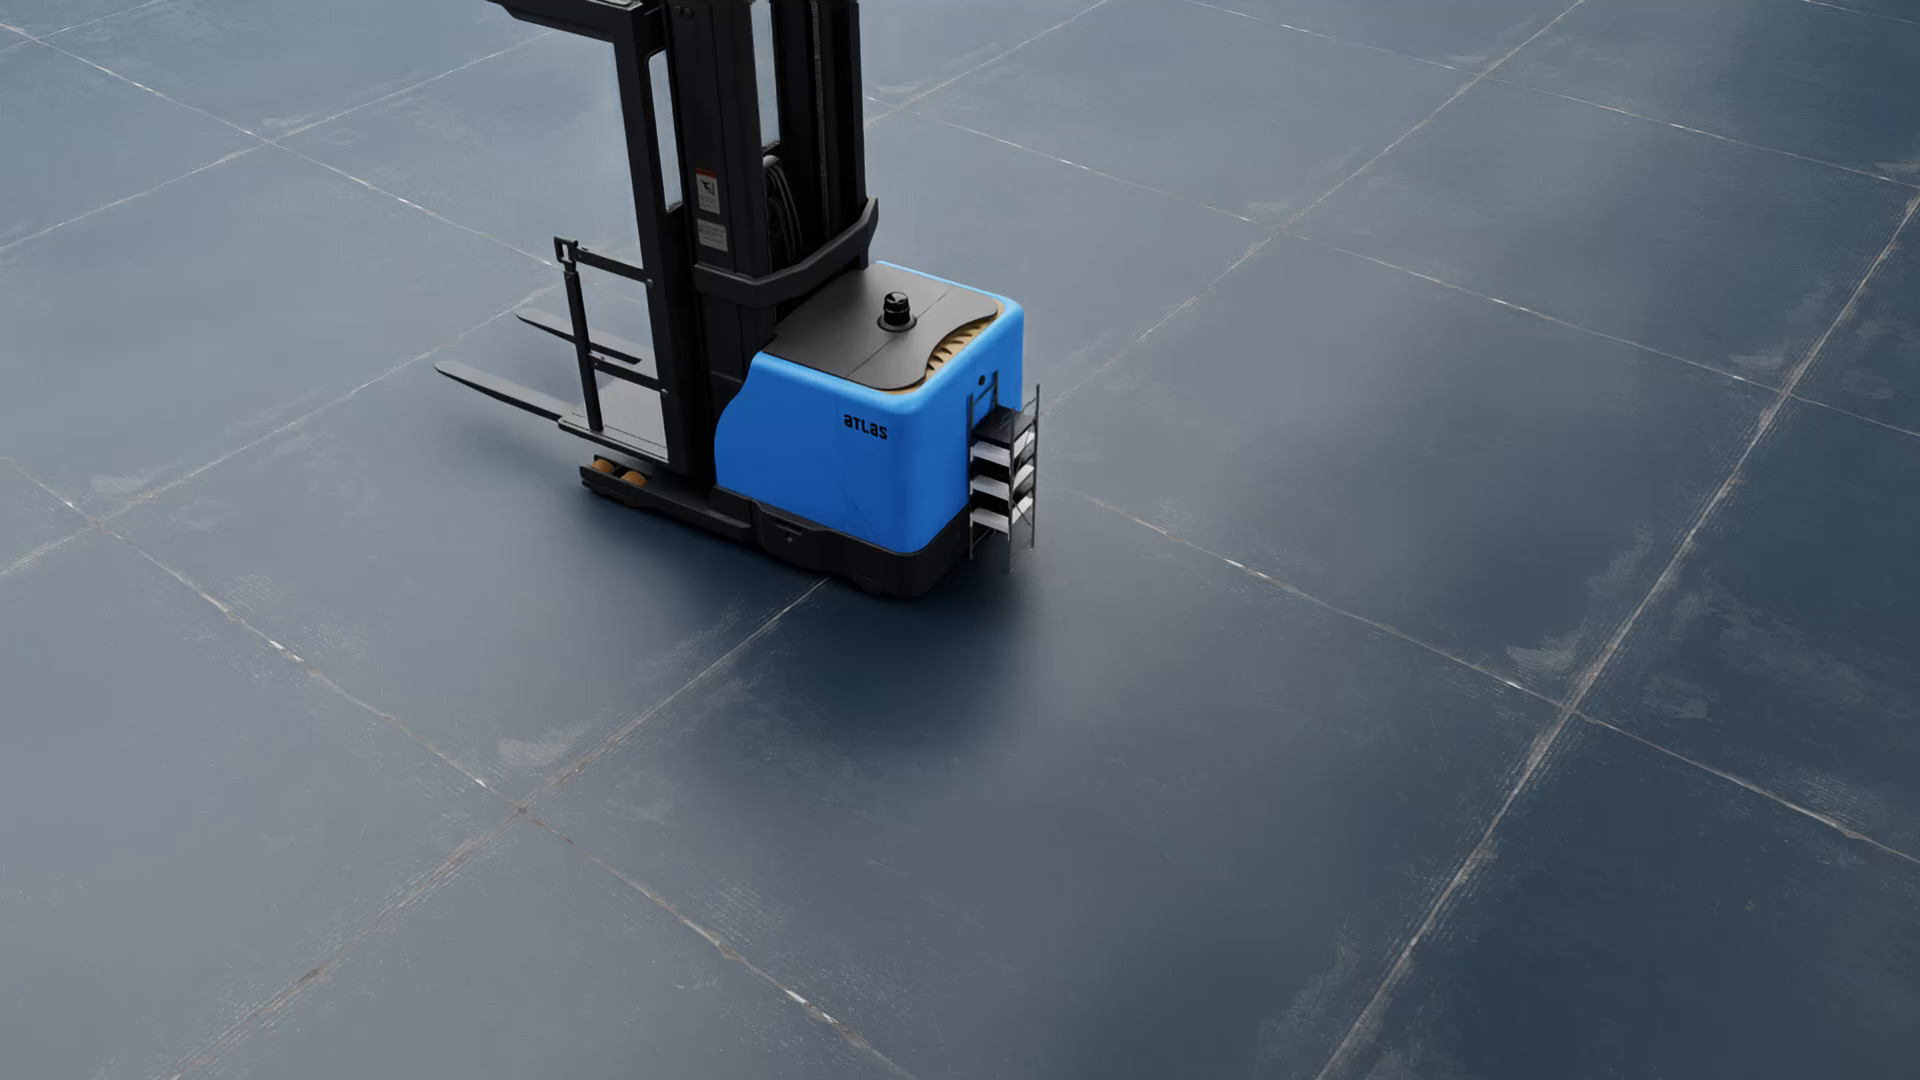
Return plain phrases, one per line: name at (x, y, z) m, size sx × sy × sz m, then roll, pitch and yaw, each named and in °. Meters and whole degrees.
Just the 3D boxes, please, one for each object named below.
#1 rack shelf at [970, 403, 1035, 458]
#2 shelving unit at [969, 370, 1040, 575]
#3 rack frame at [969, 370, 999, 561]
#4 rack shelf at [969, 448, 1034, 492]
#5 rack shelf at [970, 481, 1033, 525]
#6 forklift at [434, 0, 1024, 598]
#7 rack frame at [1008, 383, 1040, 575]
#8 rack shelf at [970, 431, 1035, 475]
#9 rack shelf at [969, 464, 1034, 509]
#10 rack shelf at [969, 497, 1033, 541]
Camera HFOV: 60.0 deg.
rack shelf at (0.193, -0.477, 7.246) m, size 0.200 × 0.077 × 0.258 m, roll 20°, pitch 42°, yaw 24°
shelving unit at (0.193, -0.291, 7.392) m, size 0.210 × 0.900 × 0.258 m, roll 20°, pitch 42°, yaw 24°
rack frame at (0.105, -0.323, 7.432) m, size 0.006 × 0.900 × 0.240 m, roll 20°, pitch 42°, yaw 24°
rack shelf at (0.193, -0.336, 7.357) m, size 0.200 × 0.077 × 0.258 m, roll 20°, pitch 42°, yaw 24°
rack shelf at (0.193, -0.194, 7.468) m, size 0.200 × 0.077 × 0.258 m, roll 20°, pitch 42°, yaw 24°
forklift at (-1.232, -1.572, 7.380) m, size 3.031 × 2.935 × 1.130 m, roll 20°, pitch 42°, yaw 24°
rack frame at (0.280, -0.259, 7.351) m, size 0.006 × 0.900 × 0.240 m, roll 20°, pitch 42°, yaw 24°
rack shelf at (0.193, -0.406, 7.301) m, size 0.200 × 0.077 × 0.258 m, roll 20°, pitch 42°, yaw 24°
rack shelf at (0.193, -0.265, 7.412) m, size 0.200 × 0.077 × 0.258 m, roll 20°, pitch 42°, yaw 24°
rack shelf at (0.193, -0.123, 7.523) m, size 0.200 × 0.077 × 0.258 m, roll 20°, pitch 42°, yaw 24°
